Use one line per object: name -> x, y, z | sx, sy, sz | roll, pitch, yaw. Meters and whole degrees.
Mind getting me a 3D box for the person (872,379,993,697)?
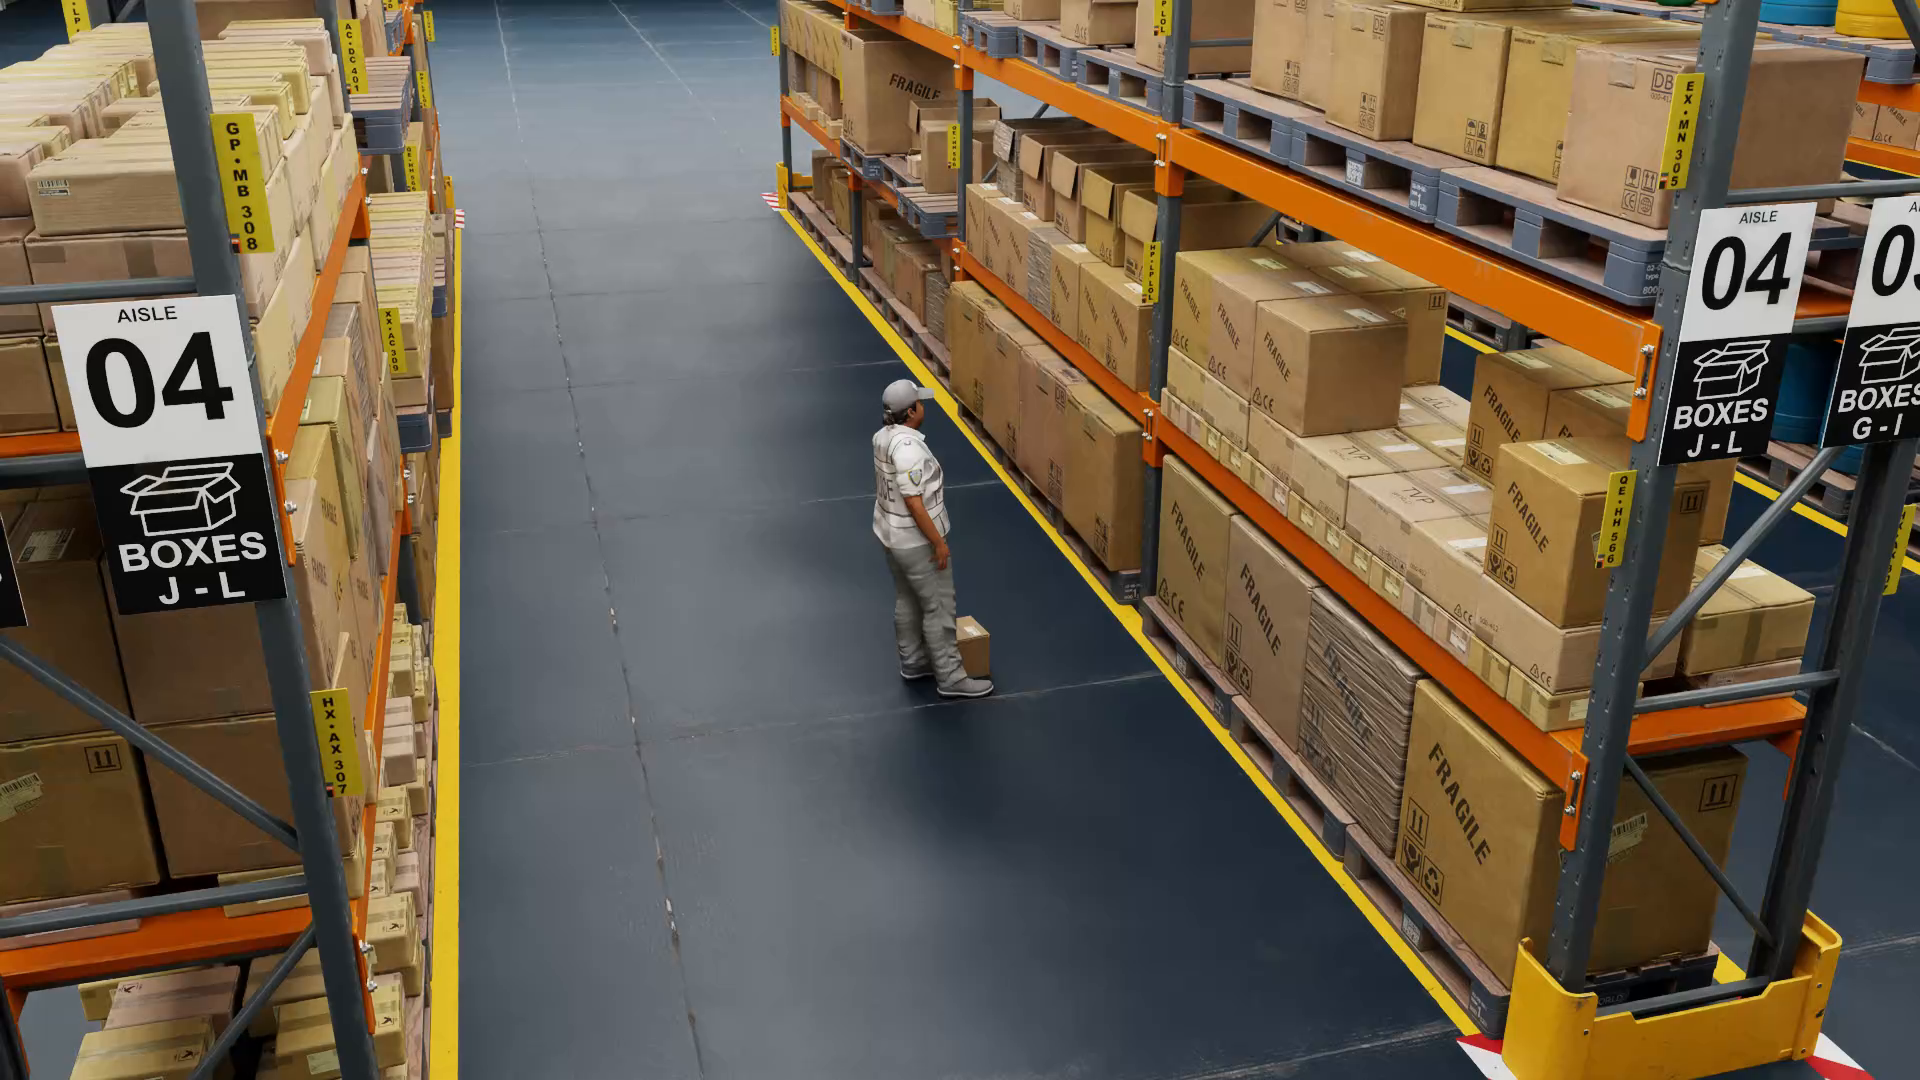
person -> -0.160, -0.023, 8.617 | 0.526, 1.670, 0.597 | -9, 25, -20
